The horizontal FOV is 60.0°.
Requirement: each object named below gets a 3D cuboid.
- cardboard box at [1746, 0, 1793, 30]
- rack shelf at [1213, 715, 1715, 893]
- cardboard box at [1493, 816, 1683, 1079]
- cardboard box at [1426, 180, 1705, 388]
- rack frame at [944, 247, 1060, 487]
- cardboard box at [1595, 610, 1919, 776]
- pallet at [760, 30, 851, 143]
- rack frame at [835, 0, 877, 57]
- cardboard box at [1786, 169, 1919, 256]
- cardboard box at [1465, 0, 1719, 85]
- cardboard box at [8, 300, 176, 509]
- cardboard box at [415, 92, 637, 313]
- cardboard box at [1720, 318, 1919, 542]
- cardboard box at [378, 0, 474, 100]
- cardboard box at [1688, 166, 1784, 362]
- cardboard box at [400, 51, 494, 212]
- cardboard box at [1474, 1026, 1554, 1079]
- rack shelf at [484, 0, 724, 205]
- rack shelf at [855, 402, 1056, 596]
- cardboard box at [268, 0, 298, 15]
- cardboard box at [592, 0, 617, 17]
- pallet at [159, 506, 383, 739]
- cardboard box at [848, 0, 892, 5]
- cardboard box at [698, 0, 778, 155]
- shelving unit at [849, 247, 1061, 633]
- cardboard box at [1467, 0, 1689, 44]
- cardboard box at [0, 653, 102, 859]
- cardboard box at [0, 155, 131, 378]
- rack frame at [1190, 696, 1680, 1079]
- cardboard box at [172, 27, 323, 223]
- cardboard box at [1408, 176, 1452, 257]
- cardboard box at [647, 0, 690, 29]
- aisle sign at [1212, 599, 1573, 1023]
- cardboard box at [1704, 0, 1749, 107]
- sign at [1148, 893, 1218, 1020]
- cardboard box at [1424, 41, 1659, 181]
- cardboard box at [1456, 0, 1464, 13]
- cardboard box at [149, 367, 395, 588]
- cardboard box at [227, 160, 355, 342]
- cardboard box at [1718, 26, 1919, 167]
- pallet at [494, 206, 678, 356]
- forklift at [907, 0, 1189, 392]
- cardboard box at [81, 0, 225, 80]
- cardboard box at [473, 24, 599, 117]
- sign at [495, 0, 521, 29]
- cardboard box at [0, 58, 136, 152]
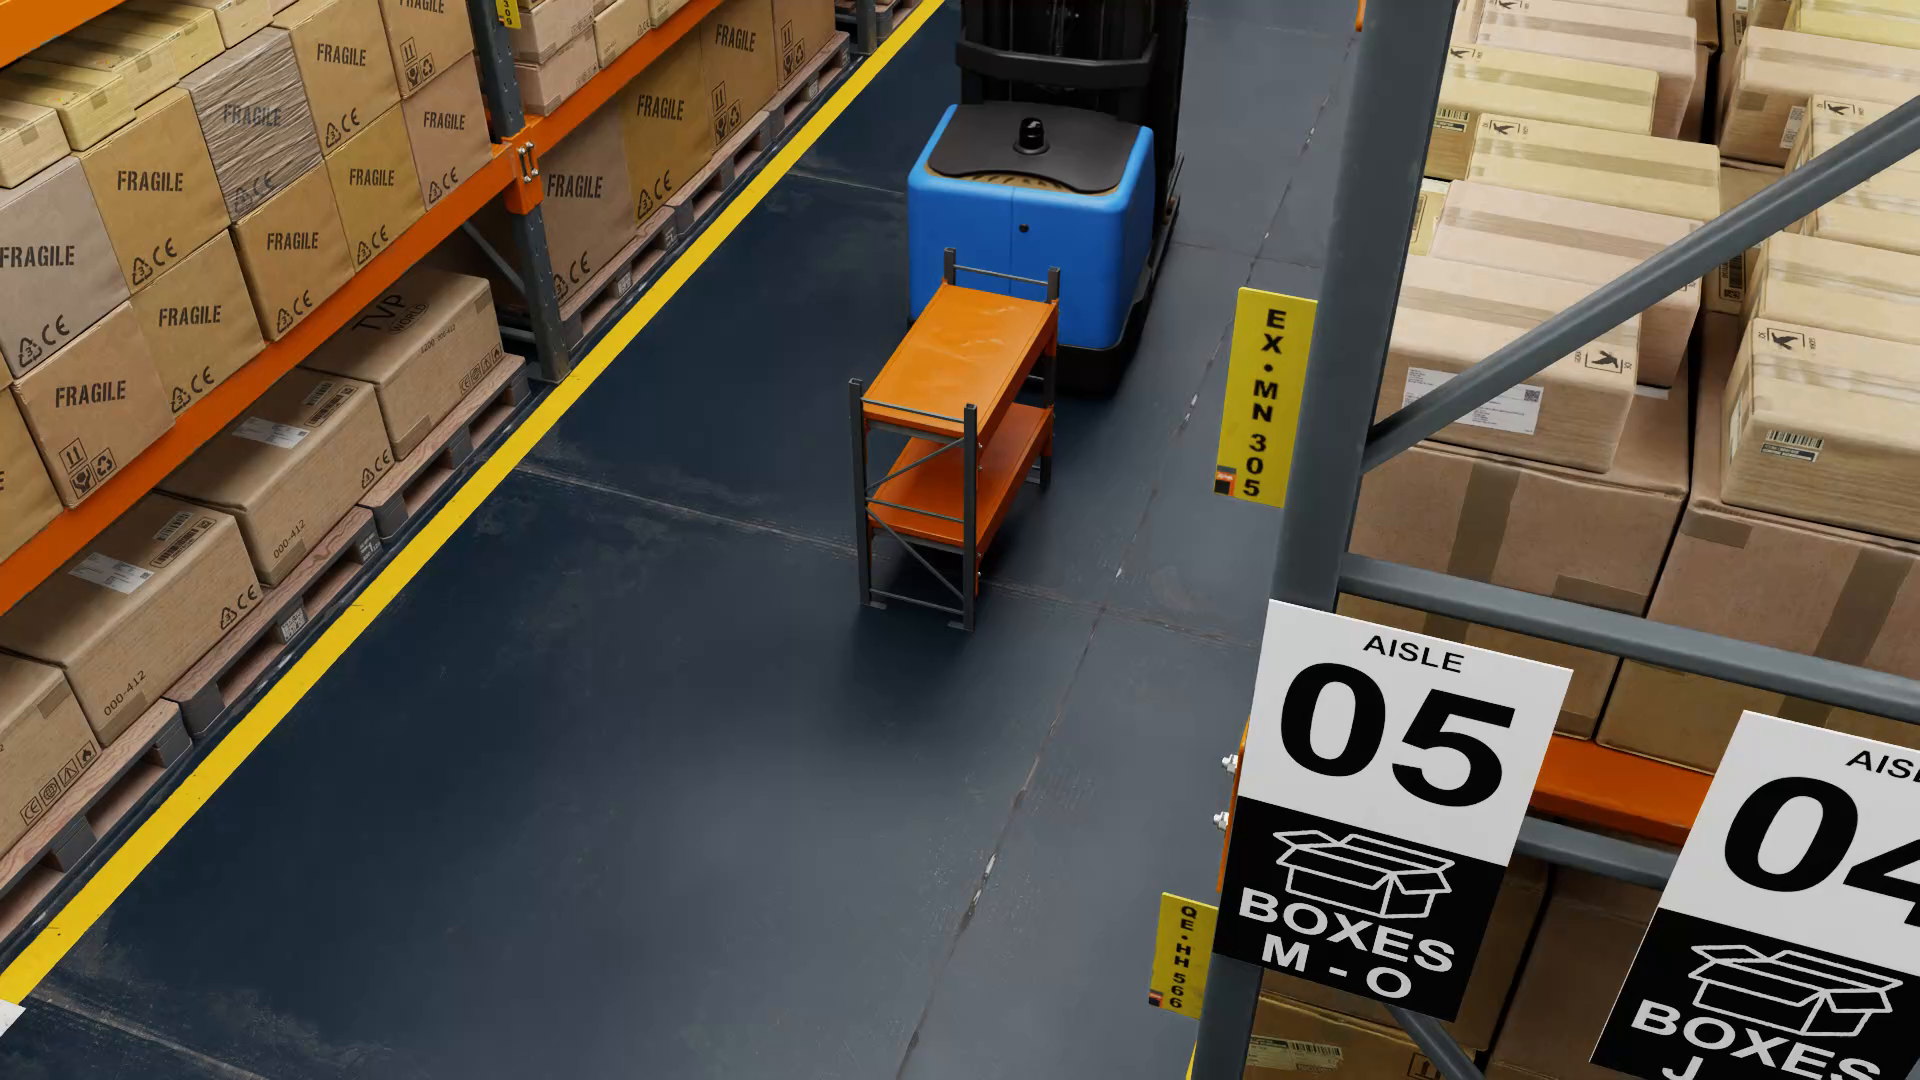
[{"bbox_3d":[1.792,-1.079,3.316,0.380,0.149,0.250,15,43,17],"label":"cardboard box"},{"bbox_3d":[1.592,-0.652,3.947,1.077,0.370,4.000,13,42,15],"label":"rack shelf"},{"bbox_3d":[1.311,0.688,3.056,0.500,0.500,0.500,13,42,15],"label":"cardboard box"},{"bbox_3d":[0.902,-0.392,2.511,0.380,0.149,0.250,14,42,16],"label":"cardboard box"},{"bbox_3d":[0.172,-0.734,7.243,0.500,1.125,0.032,13,42,15],"label":"rack frame"},{"bbox_3d":[1.302,0.134,2.587,0.500,0.250,0.500,15,43,17],"label":"cardboard box"},{"bbox_3d":[-1.383,-2.957,10.553,1.003,0.211,1.213,13,42,15],"label":"pallet"},{"bbox_3d":[-1.042,-4.482,10.192,1.000,3.000,0.127,13,42,15],"label":"rack frame"},{"bbox_3d":[1.498,-0.439,2.566,0.380,0.149,0.250,13,42,15],"label":"cardboard box"},{"bbox_3d":[1.361,-1.106,3.655,0.500,0.250,0.500,12,42,13],"label":"cardboard box"},{"bbox_3d":[-3.006,-0.490,5.436,0.500,0.500,0.500,13,42,15],"label":"cardboard box"},{"bbox_3d":[-2.273,-1.789,8.350,0.875,0.875,0.875,15,43,16],"label":"cardboard box"},{"bbox_3d":[1.233,-0.138,2.213,0.380,0.149,0.250,13,42,15],"label":"cardboard box"},{"bbox_3d":[-2.312,-2.111,6.566,0.500,0.500,0.500,13,42,15],"label":"cardboard box"},{"bbox_3d":[1.480,-0.368,2.790,0.500,0.250,0.500,13,42,15],"label":"cardboard box"},{"bbox_3d":[-2.329,-1.740,6.902,0.500,0.500,0.500,14,42,15],"label":"cardboard box"},{"bbox_3d":[1.321,1.071,3.377,0.500,0.500,0.500,15,43,17],"label":"cardboard box"},{"bbox_3d":[-1.726,-2.988,8.995,1.077,0.370,4.000,13,42,15],"label":"rack shelf"},{"bbox_3d":[-0.002,-0.238,7.039,0.538,0.278,1.000,13,42,15],"label":"rack shelf"},{"bbox_3d":[-2.573,-2.004,5.940,0.380,0.149,0.250,13,42,15],"label":"cardboard box"},{"bbox_3d":[-1.843,-2.705,7.840,0.500,0.250,0.500,14,42,16],"label":"cardboard box"},{"bbox_3d":[-3.159,0.212,6.839,1.003,0.211,1.213,13,42,15],"label":"pallet"},{"bbox_3d":[-0.840,-3.984,11.310,0.950,0.372,0.625,11,42,12],"label":"cardboard box"},{"bbox_3d":[-1.666,-2.887,9.636,0.875,0.875,0.875,14,42,16],"label":"cardboard box"},{"bbox_3d":[-0.002,-0.424,6.880,0.538,1.125,1.048,13,42,15],"label":"shelving unit"},{"bbox_3d":[1.213,-1.033,3.262,0.380,0.149,0.250,14,42,16],"label":"cardboard box"},{"bbox_3d":[-3.646,0.788,5.666,0.875,0.438,0.875,12,42,14],"label":"cardboard box"},{"bbox_3d":[-3.007,-0.883,5.126,0.500,0.500,0.500,13,42,15],"label":"cardboard box"},{"bbox_3d":[0.908,1.435,3.257,1.000,3.000,0.127,13,42,15],"label":"rack frame"},{"bbox_3d":[-2.658,-1.491,5.839,0.500,0.500,0.500,14,42,16],"label":"cardboard box"},{"bbox_3d":[1.000,-0.489,2.931,0.500,0.250,0.500,12,42,14],"label":"cardboard box"},{"bbox_3d":[-1.646,-2.820,8.359,0.500,0.250,0.500,13,42,15],"label":"cardboard box"},{"bbox_3d":[0.601,0.424,2.439,0.394,0.787,0.004,13,42,15],"label":"aisle sign"},{"bbox_3d":[1.836,-0.982,3.510,0.500,0.250,0.500,12,42,13],"label":"cardboard box"},{"bbox_3d":[0.393,0.739,2.937,0.100,0.325,0.005,13,42,15],"label":"sign"},{"bbox_3d":[0.998,-0.730,2.906,0.380,0.149,0.250,14,42,16],"label":"cardboard box"},{"bbox_3d":[1.510,-1.244,4.202,0.500,0.250,0.500,15,43,17],"label":"cardboard box"},{"bbox_3d":[-3.031,-0.322,6.966,0.875,0.438,0.875,12,42,14],"label":"cardboard box"},{"bbox_3d":[-2.658,-1.115,6.169,0.500,0.500,0.500,13,42,14],"label":"cardboard box"},{"bbox_3d":[1.571,-0.768,2.951,0.380,0.149,0.250,14,43,16],"label":"cardboard box"},{"bbox_3d":[-2.217,-1.468,8.808,1.003,0.211,1.213,13,42,15],"label":"pallet"},{"bbox_3d":[0.605,-2.792,8.264,1.130,2.935,3.031,9,41,11],"label":"forklift"},{"bbox_3d":[-2.713,-1.683,5.564,0.380,0.149,0.250,12,42,14],"label":"cardboard box"},{"bbox_3d":[-2.012,-2.195,7.627,0.500,0.250,0.500,12,42,14],"label":"cardboard box"},{"bbox_3d":[-1.888,-2.279,6.882,0.100,0.325,0.005,13,42,15],"label":"sign"},{"bbox_3d":[-2.827,-1.359,5.185,0.380,0.149,0.250,12,42,14],"label":"cardboard box"}]
